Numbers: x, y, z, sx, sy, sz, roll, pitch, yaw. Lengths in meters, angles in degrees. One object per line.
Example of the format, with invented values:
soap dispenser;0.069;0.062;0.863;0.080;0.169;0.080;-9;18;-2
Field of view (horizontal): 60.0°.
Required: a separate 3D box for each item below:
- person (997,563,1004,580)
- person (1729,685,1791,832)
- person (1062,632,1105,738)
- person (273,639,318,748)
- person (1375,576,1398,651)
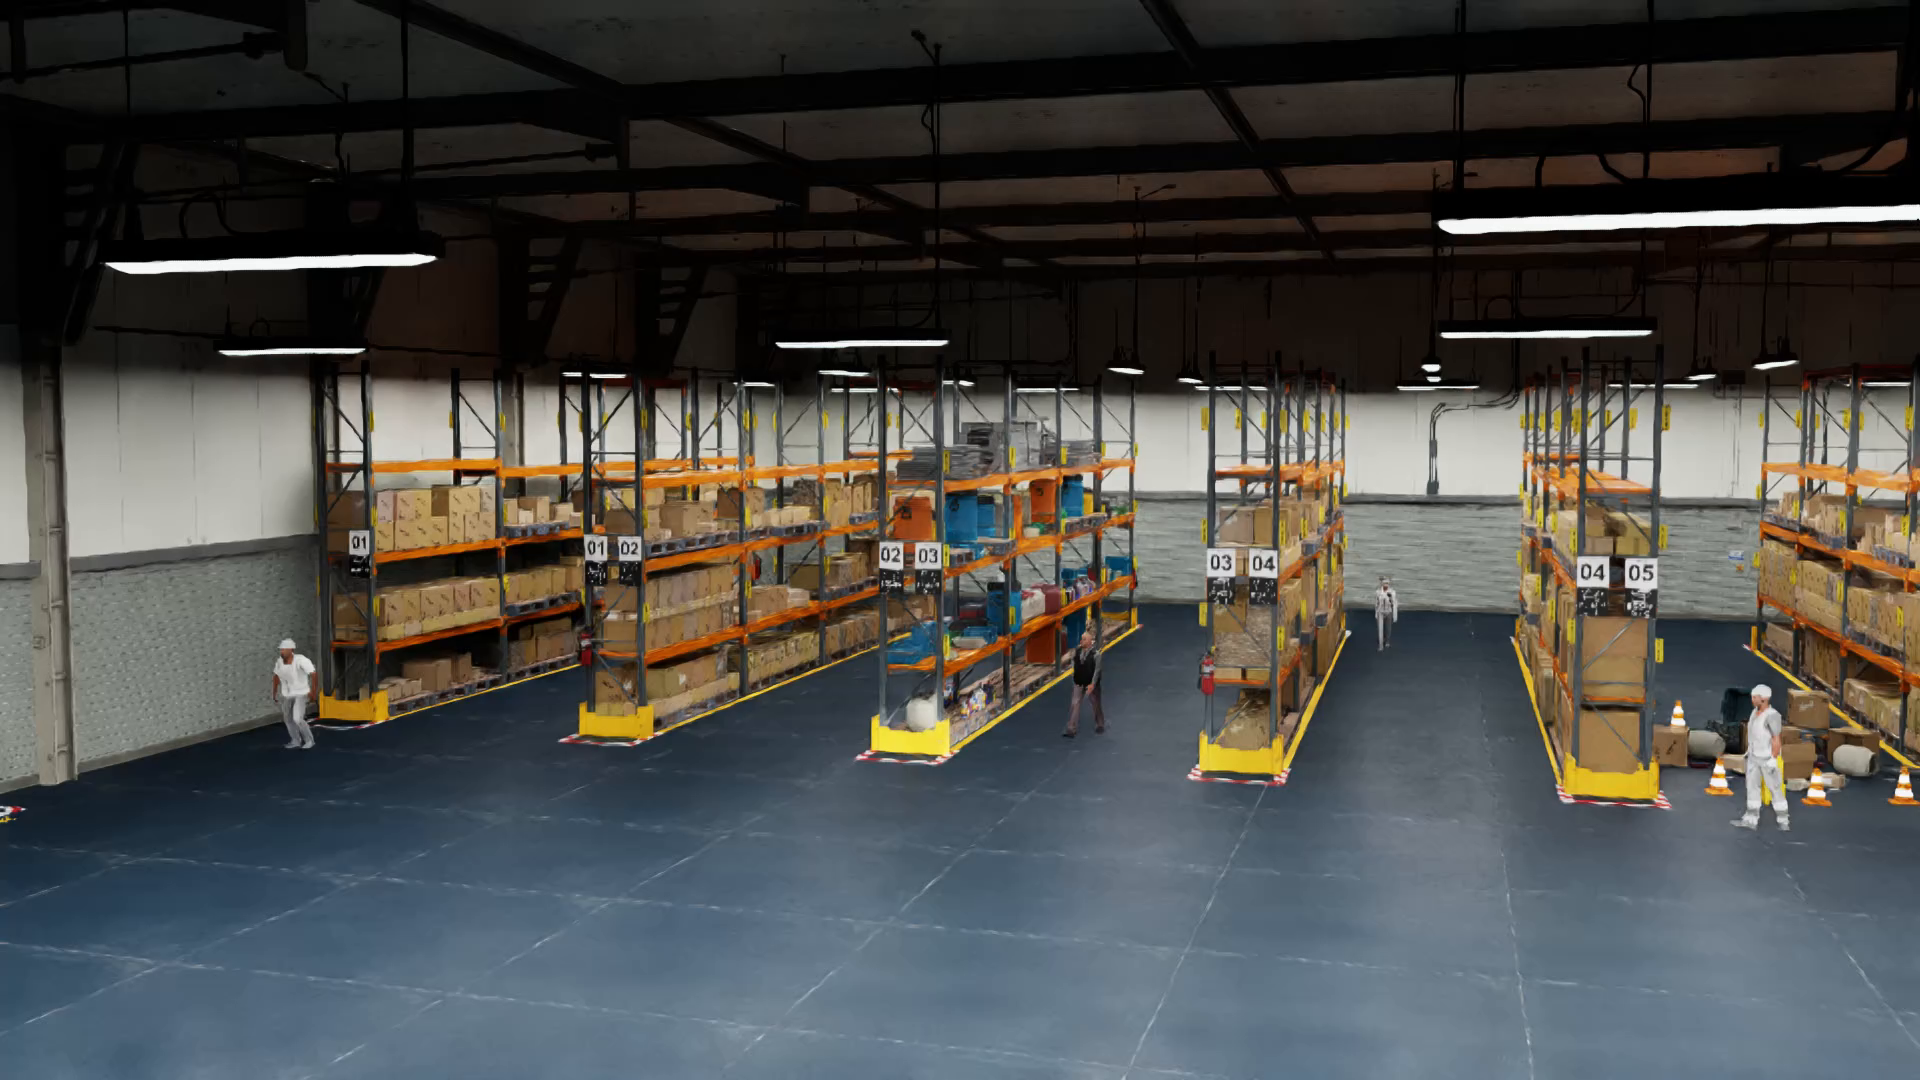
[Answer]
person;1.021;1.370;39.015;0.400;1.668;0.608;0;4;-5
person;9.839;2.663;20.363;0.557;1.791;0.670;-1;4;-7
person;2.009;2.282;26.335;0.539;1.661;1.033;2;5;26
person;-10.150;2.346;25.343;0.717;1.712;0.576;1;4;20
person;9.319;1.585;36.359;0.500;1.625;0.997;1;4;15
